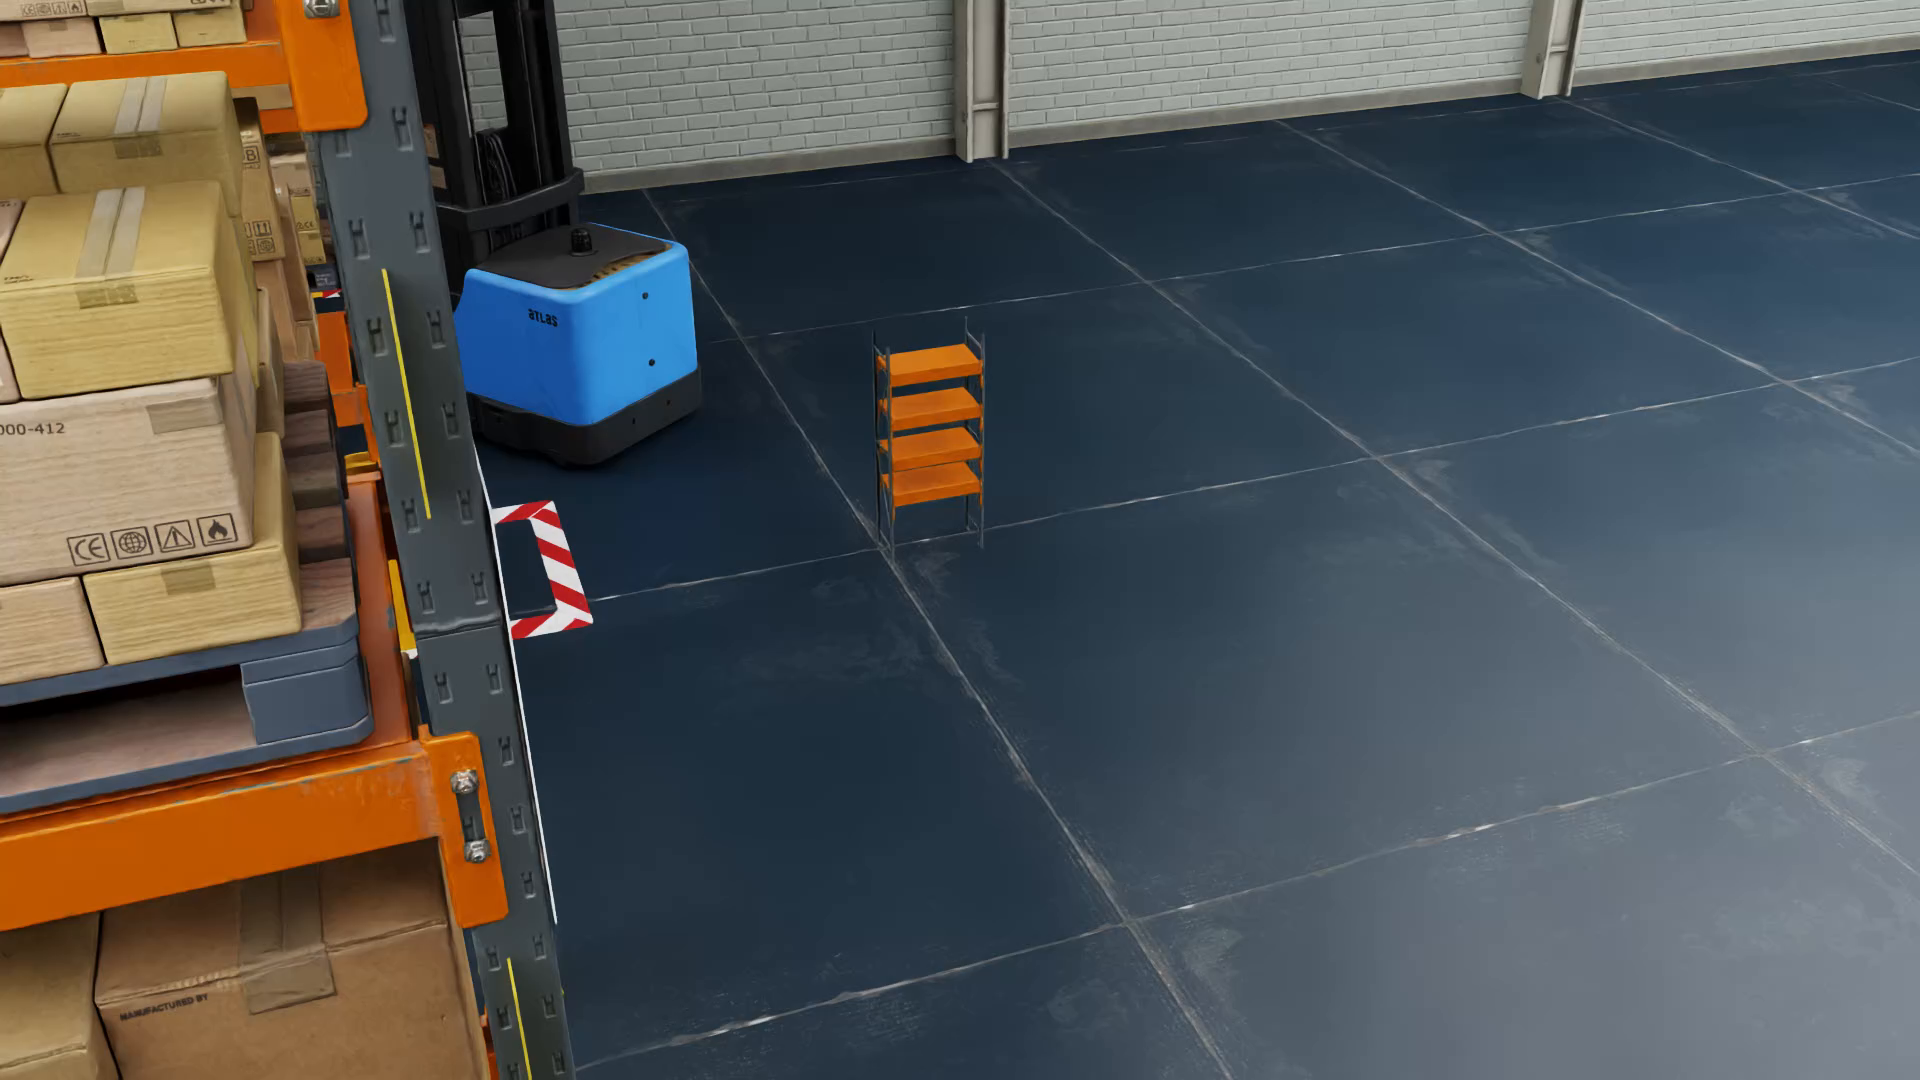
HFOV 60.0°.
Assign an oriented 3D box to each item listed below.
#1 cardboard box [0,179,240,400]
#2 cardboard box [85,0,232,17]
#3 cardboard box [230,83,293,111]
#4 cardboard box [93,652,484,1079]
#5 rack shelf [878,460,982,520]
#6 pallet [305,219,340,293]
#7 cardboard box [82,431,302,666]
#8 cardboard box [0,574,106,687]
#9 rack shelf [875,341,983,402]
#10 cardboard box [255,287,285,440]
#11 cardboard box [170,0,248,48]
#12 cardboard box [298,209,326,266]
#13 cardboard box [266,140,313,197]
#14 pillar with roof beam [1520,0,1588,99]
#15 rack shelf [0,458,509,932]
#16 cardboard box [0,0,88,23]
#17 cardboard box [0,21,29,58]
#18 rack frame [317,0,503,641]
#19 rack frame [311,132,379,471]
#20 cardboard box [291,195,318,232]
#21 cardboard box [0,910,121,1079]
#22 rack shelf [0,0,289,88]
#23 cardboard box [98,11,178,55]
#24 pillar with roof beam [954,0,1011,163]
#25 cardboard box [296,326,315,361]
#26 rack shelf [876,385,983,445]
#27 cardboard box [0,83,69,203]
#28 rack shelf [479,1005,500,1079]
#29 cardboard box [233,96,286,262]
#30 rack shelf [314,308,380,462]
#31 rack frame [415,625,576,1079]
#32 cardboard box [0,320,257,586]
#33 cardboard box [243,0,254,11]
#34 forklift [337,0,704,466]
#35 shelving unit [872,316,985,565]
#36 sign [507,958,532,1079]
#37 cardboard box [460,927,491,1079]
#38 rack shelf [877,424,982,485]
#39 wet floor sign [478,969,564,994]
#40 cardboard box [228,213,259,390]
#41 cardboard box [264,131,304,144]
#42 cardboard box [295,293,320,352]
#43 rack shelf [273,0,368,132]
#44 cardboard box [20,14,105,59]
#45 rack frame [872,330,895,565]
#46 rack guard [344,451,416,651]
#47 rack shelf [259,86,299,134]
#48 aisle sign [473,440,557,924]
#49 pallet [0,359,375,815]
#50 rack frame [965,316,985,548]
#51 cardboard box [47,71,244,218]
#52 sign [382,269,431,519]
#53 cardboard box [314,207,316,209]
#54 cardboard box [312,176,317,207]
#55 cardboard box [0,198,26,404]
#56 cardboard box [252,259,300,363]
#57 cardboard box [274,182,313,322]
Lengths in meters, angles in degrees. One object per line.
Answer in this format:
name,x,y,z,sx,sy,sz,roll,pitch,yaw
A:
cardboard box,-1.109,-0.343,2.215,0.250,0.149,0.380,-10,31,-17
cardboard box,-3.118,-2.225,6.447,0.500,0.250,0.500,-11,31,-18
cardboard box,-4.837,-3.210,11.254,0.500,0.500,0.500,-11,32,-19
cardboard box,-1.273,0.720,3.215,0.550,0.550,0.875,-10,31,-18
rack shelf,-0.155,-0.262,8.534,0.480,0.148,0.258,-10,31,-18
pallet,-5.169,-2.011,12.066,1.213,0.211,1.003,-10,31,-18
cardboard box,-1.105,0.002,2.414,0.250,0.149,0.380,-11,31,-18
cardboard box,-1.342,0.045,2.338,0.250,0.149,0.380,-10,31,-17
rack shelf,-0.155,-0.834,8.208,0.480,0.148,0.258,-10,31,-18
cardboard box,-1.345,-0.302,2.948,0.250,0.149,0.380,-10,31,-17
cardboard box,-2.969,-2.074,6.584,0.250,0.149,0.380,-10,31,-17
cardboard box,-4.797,-2.134,11.818,0.500,0.250,0.500,-10,31,-17
cardboard box,-4.790,-2.572,11.577,0.500,0.250,0.500,-9,31,-16
pillar with roof beam,7.314,-6.352,10.809,0.400,9.000,9.100,-10,31,-18
rack shelf,-2.786,0.562,2.429,4.000,0.370,1.077,-10,31,-18
cardboard box,-3.595,-2.145,6.306,0.500,0.250,0.500,-11,31,-18
cardboard box,-3.713,-1.973,6.407,0.250,0.149,0.380,-10,31,-17
rack frame,-0.912,-1.399,2.115,0.127,3.000,1.000,-10,31,-18
rack frame,-2.733,-1.071,7.600,0.127,3.000,1.000,-10,31,-18
cardboard box,-4.814,-2.350,11.692,0.500,0.250,0.500,-11,31,-18
cardboard box,-1.756,0.857,2.973,0.550,0.550,0.875,-10,31,-18
rack shelf,-4.607,-1.717,6.430,4.000,0.370,1.077,-10,31,-18
cardboard box,-3.191,-2.016,6.482,0.250,0.149,0.380,-10,31,-17
pillar with roof beam,1.691,-5.317,8.991,0.400,9.000,9.100,-10,31,-18
cardboard box,-3.008,-0.798,7.375,0.250,0.149,0.380,-9,31,-16
rack shelf,-0.155,-0.629,8.325,0.480,0.148,0.258,-10,31,-18
cardboard box,-1.571,-0.606,2.676,0.250,0.149,0.380,-10,31,-17
rack shelf,-2.786,1.866,3.172,4.000,0.370,1.077,-10,31,-18
cardboard box,-3.135,-1.489,6.922,0.500,0.500,0.700,-11,32,-19
rack shelf,-4.607,-0.414,7.172,4.000,0.370,1.077,-10,31,-18
rack frame,-0.912,1.208,3.600,0.127,3.000,1.000,-10,31,-18
cardboard box,-1.273,-0.171,2.316,0.500,0.250,0.500,-10,31,-17
cardboard box,-3.157,-2.359,7.084,0.250,0.149,0.380,-10,31,-18
forklift,-3.071,-2.232,9.706,3.031,2.935,1.130,17,34,28
shelving unit,-0.155,-0.493,8.403,0.503,1.200,0.258,-10,31,-18
sign,-0.736,0.856,2.809,0.005,0.325,0.100,-10,31,-18
cardboard box,-1.244,1.228,3.413,0.550,0.550,0.875,-10,31,-18
rack shelf,-0.155,-0.434,8.436,0.480,0.148,0.258,-10,31,-18
wet floor sign,-1.575,1.307,5.804,0.232,0.644,0.267,-16,33,-26
cardboard box,-1.454,-0.421,2.755,0.500,0.250,0.500,-11,31,-18
cardboard box,-4.983,-2.801,11.979,0.500,0.250,0.500,-11,31,-18
cardboard box,-3.123,-1.000,7.728,0.250,0.149,0.380,-10,31,-17
rack shelf,-2.786,-0.567,1.786,4.000,0.370,1.077,-10,31,-18
cardboard box,-3.452,-1.986,6.429,0.250,0.149,0.380,-9,31,-16
rack frame,-0.384,-0.451,8.329,0.015,1.200,0.240,-10,31,-18
rack guard,-2.804,0.028,8.196,0.348,0.500,1.175,-10,31,-18
rack shelf,-6.341,-2.716,11.213,4.000,0.370,1.077,-10,31,-18
aisle sign,-0.741,0.205,2.734,0.004,0.787,0.394,-10,31,-18
pallet,-1.603,0.076,2.646,1.213,0.211,1.003,-10,31,-18
rack frame,0.074,-0.535,8.477,0.015,1.200,0.240,-10,31,-18
cardboard box,-1.336,-0.649,2.751,0.250,0.149,0.380,-10,31,-17
sign,-0.736,-0.192,2.212,0.005,0.325,0.100,-10,31,-18
cardboard box,-4.995,-2.367,12.228,0.500,0.250,0.500,-10,31,-17
cardboard box,-4.980,-2.594,12.121,0.500,0.250,0.500,-10,31,-17
cardboard box,-1.344,-0.301,2.141,0.250,0.149,0.380,-10,31,-17
cardboard box,-3.145,-1.023,7.113,0.500,0.500,0.500,-11,31,-19
cardboard box,-3.273,-1.291,7.584,0.500,0.500,0.500,-11,31,-18
